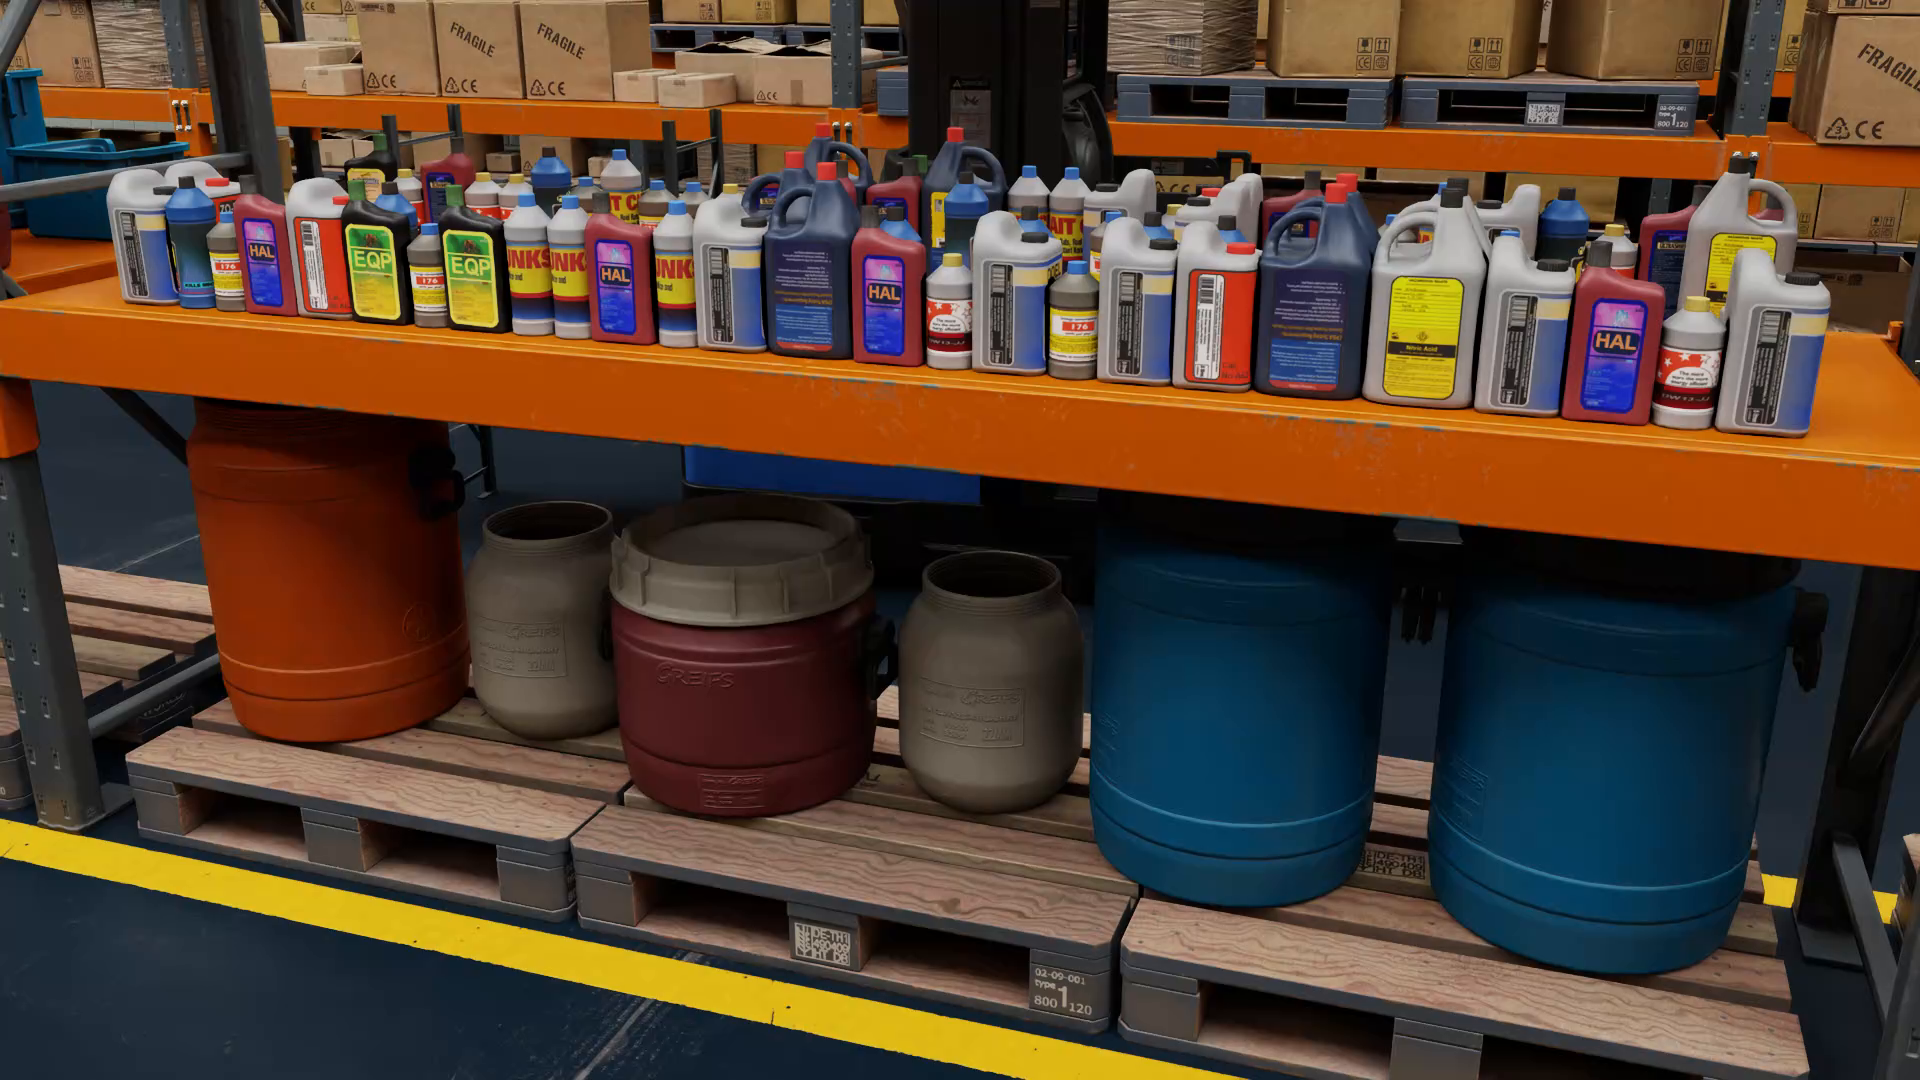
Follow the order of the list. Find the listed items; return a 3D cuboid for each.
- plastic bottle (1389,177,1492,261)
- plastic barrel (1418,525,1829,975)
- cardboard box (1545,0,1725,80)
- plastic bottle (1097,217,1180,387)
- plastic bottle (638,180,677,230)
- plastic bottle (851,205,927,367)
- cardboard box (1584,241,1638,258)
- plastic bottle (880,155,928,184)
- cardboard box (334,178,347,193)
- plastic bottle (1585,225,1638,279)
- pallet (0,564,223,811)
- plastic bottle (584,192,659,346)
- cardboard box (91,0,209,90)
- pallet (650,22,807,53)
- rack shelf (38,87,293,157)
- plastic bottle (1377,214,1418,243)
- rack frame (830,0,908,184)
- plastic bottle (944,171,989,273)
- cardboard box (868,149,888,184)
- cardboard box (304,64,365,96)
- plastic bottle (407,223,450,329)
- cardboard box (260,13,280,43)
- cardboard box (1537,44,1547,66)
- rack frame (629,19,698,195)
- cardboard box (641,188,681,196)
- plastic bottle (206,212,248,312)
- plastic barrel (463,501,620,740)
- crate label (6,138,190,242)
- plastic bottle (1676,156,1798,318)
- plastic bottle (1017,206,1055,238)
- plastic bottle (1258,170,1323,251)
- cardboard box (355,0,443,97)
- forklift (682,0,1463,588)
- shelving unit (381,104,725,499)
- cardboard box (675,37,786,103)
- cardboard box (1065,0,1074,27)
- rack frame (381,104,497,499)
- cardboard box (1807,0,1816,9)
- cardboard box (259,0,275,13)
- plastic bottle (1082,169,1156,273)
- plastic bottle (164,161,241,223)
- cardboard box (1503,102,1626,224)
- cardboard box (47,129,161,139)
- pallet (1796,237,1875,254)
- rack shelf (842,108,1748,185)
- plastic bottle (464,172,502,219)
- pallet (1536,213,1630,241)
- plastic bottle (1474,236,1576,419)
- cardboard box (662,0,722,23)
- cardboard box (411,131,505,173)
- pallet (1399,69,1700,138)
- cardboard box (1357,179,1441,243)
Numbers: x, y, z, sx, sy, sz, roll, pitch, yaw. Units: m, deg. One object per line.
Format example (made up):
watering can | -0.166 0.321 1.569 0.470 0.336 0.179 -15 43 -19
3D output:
plastic bottle | 0.823 -0.450 2.884 0.185 0.351 0.144 7 20 18
plastic barrel | 1.243 0.298 3.215 0.708 0.901 0.600 7 20 18
cardboard box | 3.006 -2.337 7.432 0.500 0.500 0.700 0 19 0
plastic bottle | 0.324 -0.423 2.920 0.135 0.276 0.152 7 20 18
plastic bottle | -0.724 -0.762 4.008 0.097 0.201 0.097 0 19 0
plastic bottle | -0.128 -0.462 3.022 0.133 0.283 0.061 7 20 18
cardboard box | 3.003 -1.126 7.878 0.500 0.500 0.500 6 20 16
plastic bottle | -0.125 -0.739 3.816 0.133 0.283 0.061 7 20 18
cardboard box | -3.700 -2.045 10.072 0.500 0.311 0.500 7 20 18
plastic bottle | 1.304 -0.530 3.342 0.097 0.201 0.097 0 19 0
pallet | -2.746 0.358 4.728 1.213 0.211 1.003 7 20 18
plastic bottle | -0.648 -0.521 3.192 0.133 0.283 0.061 7 20 18
cardboard box | -4.598 -2.928 9.766 0.500 0.500 0.700 6 20 17
pallet | -1.880 -4.157 13.735 1.213 0.211 1.003 7 20 18
rack shelf | -6.066 -2.711 10.389 4.000 0.370 1.077 7 20 18
plastic bottle | 0.901 -0.576 3.474 0.097 0.201 0.097 0 19 0
rack frame | -0.398 -2.402 8.411 0.127 3.000 1.000 7 20 18
plastic bottle | 0.014 -0.661 3.610 0.097 0.271 0.097 0 19 0
cardboard box | -0.400 -3.169 13.739 0.500 0.500 0.700 6 20 18
cardboard box | -3.407 -2.557 9.235 0.250 0.149 0.380 7 20 18
plastic bottle | -1.061 -0.536 3.359 0.097 0.201 0.097 0 19 0
cardboard box | -5.976 -4.594 14.897 0.500 0.250 0.500 6 20 16
cardboard box | 4.114 -3.412 11.659 0.250 0.149 0.380 7 20 20
rack frame | -2.555 -4.375 14.070 0.127 3.000 1.000 7 20 18
cardboard box | -1.777 -1.825 9.442 0.500 0.311 0.500 6 20 17
plastic bottle | -1.532 -0.590 3.514 0.097 0.201 0.097 0 19 0
plastic barrel | -0.997 0.194 4.103 0.421 0.512 0.421 0 19 0
crate label | -2.302 -0.946 4.486 0.416 0.233 0.303 7 20 18
plastic bottle | 1.487 -0.551 3.173 0.185 0.351 0.144 7 20 18
plastic bottle | 0.129 -0.486 3.110 0.097 0.271 0.097 0 19 0
plastic bottle | 0.706 -0.644 3.543 0.133 0.283 0.061 7 20 18
cardboard box | -2.959 -2.737 9.218 0.500 0.500 0.500 8 21 22
forklift | 0.612 -1.342 5.472 3.031 2.935 1.130 4 20 11
shelving unit | -1.416 -0.789 6.061 1.048 1.500 0.538 4 20 11
cardboard box | -1.179 -2.517 8.876 0.500 0.311 0.500 6 20 17
cardboard box | 0.777 -4.246 12.879 0.500 0.500 0.700 4 20 12
rack frame | -1.913 -0.823 6.160 0.032 1.500 0.500 4 20 11
cardboard box | 3.943 -2.516 7.065 0.500 0.500 0.500 7 20 18
cardboard box | -5.981 -4.955 14.792 0.500 0.500 0.500 7 20 18
plastic bottle | 0.345 -0.666 3.617 0.135 0.276 0.152 7 20 18
plastic bottle | -1.675 -0.704 3.728 0.135 0.276 0.152 7 20 18
cardboard box | 4.346 -2.724 11.962 0.750 0.750 0.750 7 20 19
cardboard box | -5.457 -2.344 10.643 0.500 0.500 0.500 7 20 18
pallet | 5.695 -2.088 11.745 1.213 0.211 1.003 7 20 18
rack shelf | 1.491 -1.847 7.910 4.000 0.370 1.077 7 20 18
plastic bottle | -1.184 -0.815 4.158 0.097 0.201 0.097 0 19 0
pallet | 4.249 -2.254 12.222 1.213 0.211 1.003 7 20 18
plastic bottle | 0.928 -0.354 2.722 0.135 0.276 0.152 7 20 18
cardboard box | -2.085 -4.565 13.794 0.500 0.500 0.700 7 20 18
cardboard box | -4.494 -3.576 14.906 0.500 0.500 0.700 5 20 15
pallet | 2.661 -2.000 7.548 1.213 0.211 1.003 7 20 18
cardboard box | 2.059 -1.588 8.064 0.500 0.250 0.500 7 20 18
